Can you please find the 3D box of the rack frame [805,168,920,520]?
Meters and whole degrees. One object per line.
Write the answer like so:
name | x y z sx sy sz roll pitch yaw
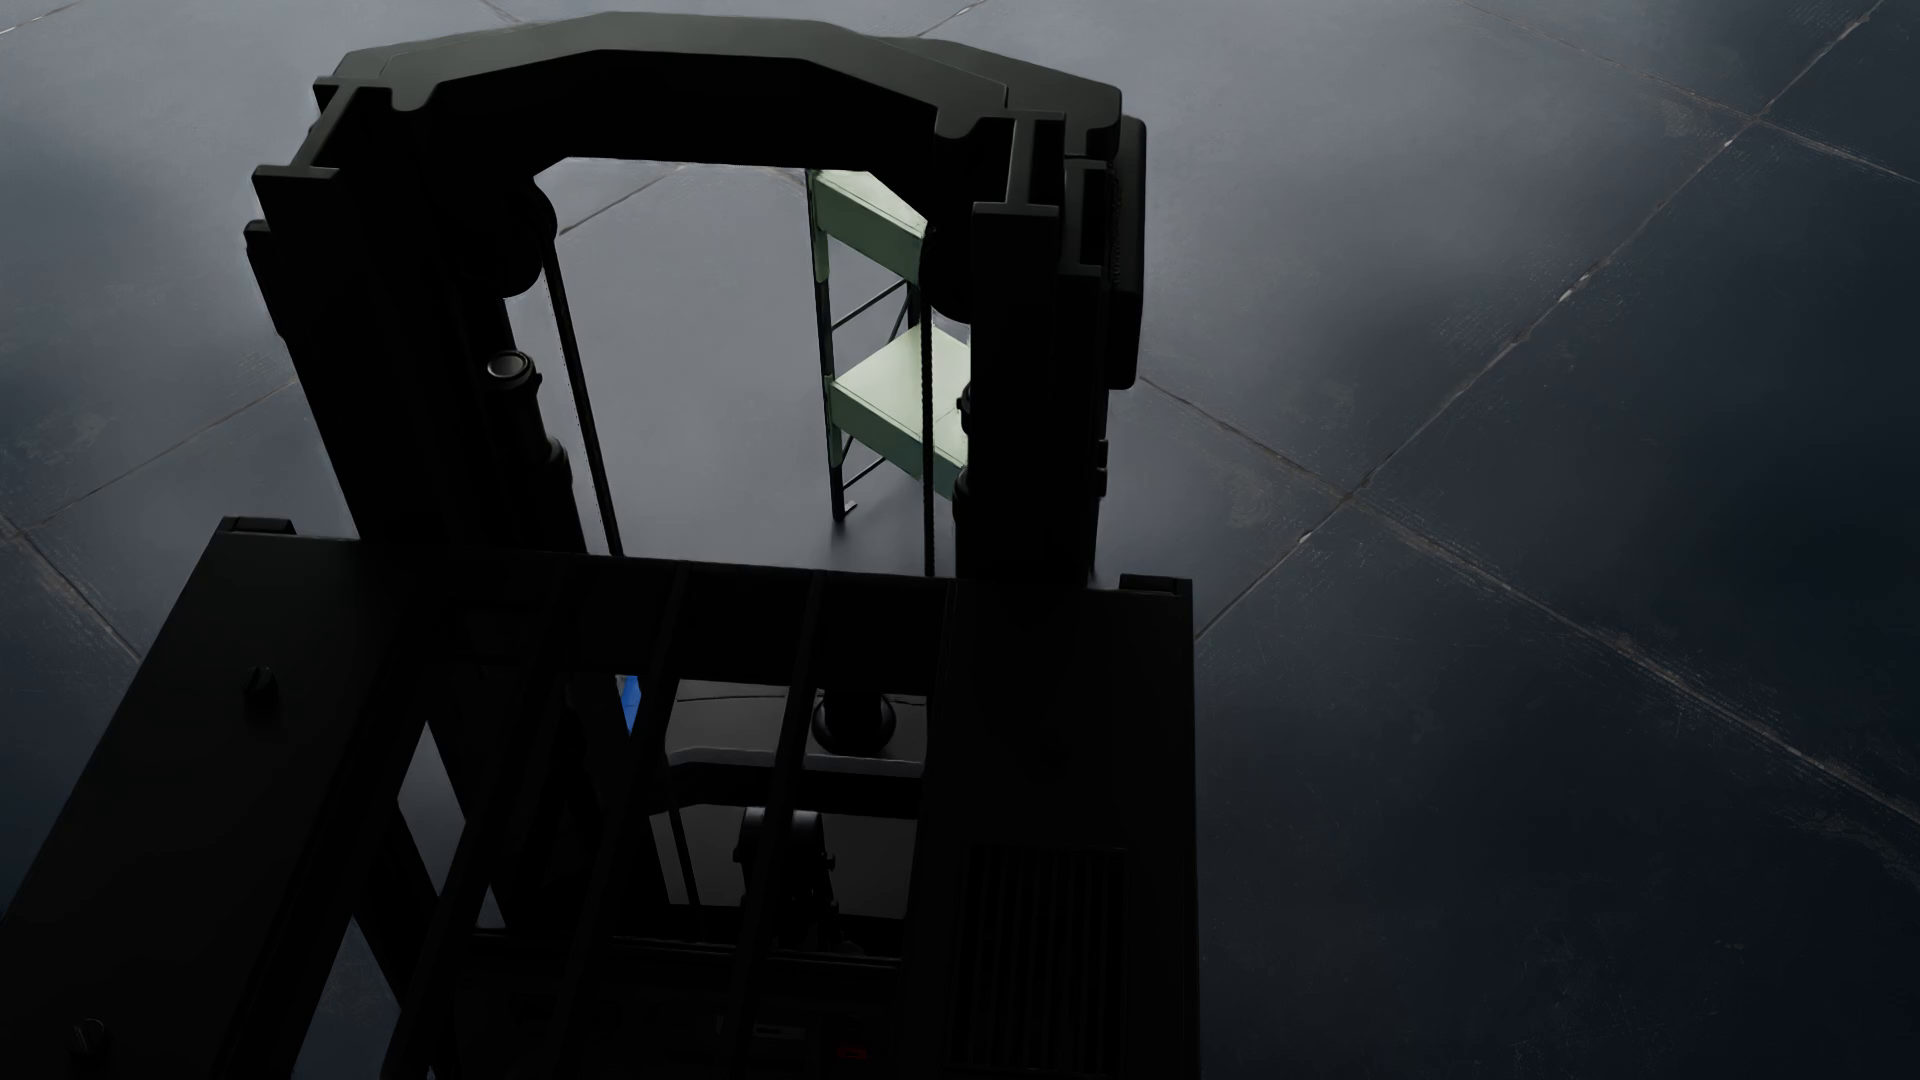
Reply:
rack frame | -0.264 -0.691 4.870 0.023 1.500 0.400 34 55 28

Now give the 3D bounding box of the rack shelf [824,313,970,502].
rack shelf | 0.005 -0.287 4.938 0.720 0.370 0.431 34 55 28

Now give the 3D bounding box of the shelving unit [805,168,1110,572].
shelving unit | 0.005 -0.510 4.700 0.755 1.500 0.431 34 55 28

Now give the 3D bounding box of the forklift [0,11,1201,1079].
forklift | -0.314 0.931 2.365 1.130 2.935 3.031 4 47 3

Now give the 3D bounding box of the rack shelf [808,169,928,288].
rack shelf | 0.005 -0.777 4.416 0.720 0.370 0.431 34 55 28

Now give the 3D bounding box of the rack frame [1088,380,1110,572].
rack frame | 0.274 -0.329 4.530 0.023 1.500 0.400 34 55 28
